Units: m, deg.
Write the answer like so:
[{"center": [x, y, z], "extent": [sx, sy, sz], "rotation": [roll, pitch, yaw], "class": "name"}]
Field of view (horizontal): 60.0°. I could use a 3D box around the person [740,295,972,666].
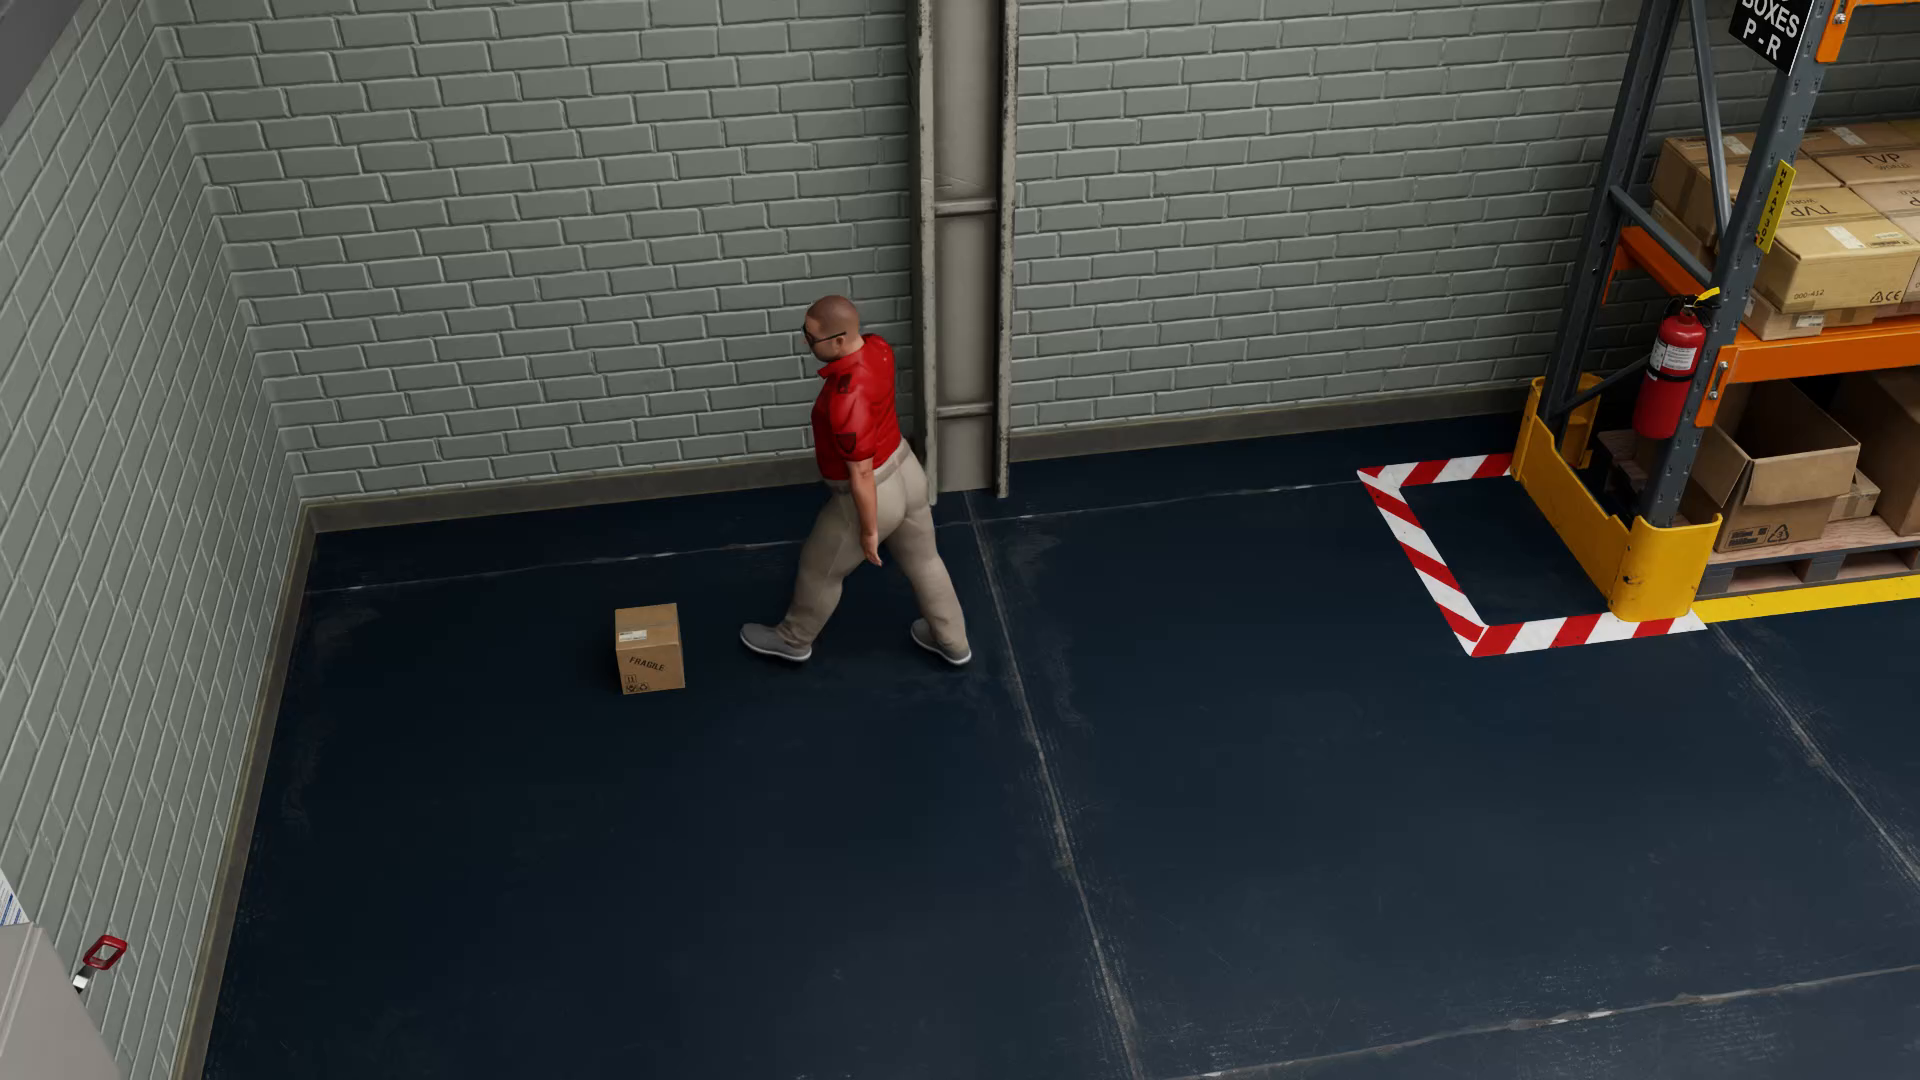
[{"center": [-0.413, -0.220, 6.442], "extent": [0.930, 1.678, 0.547], "rotation": [17, 41, 20], "class": "person"}]
